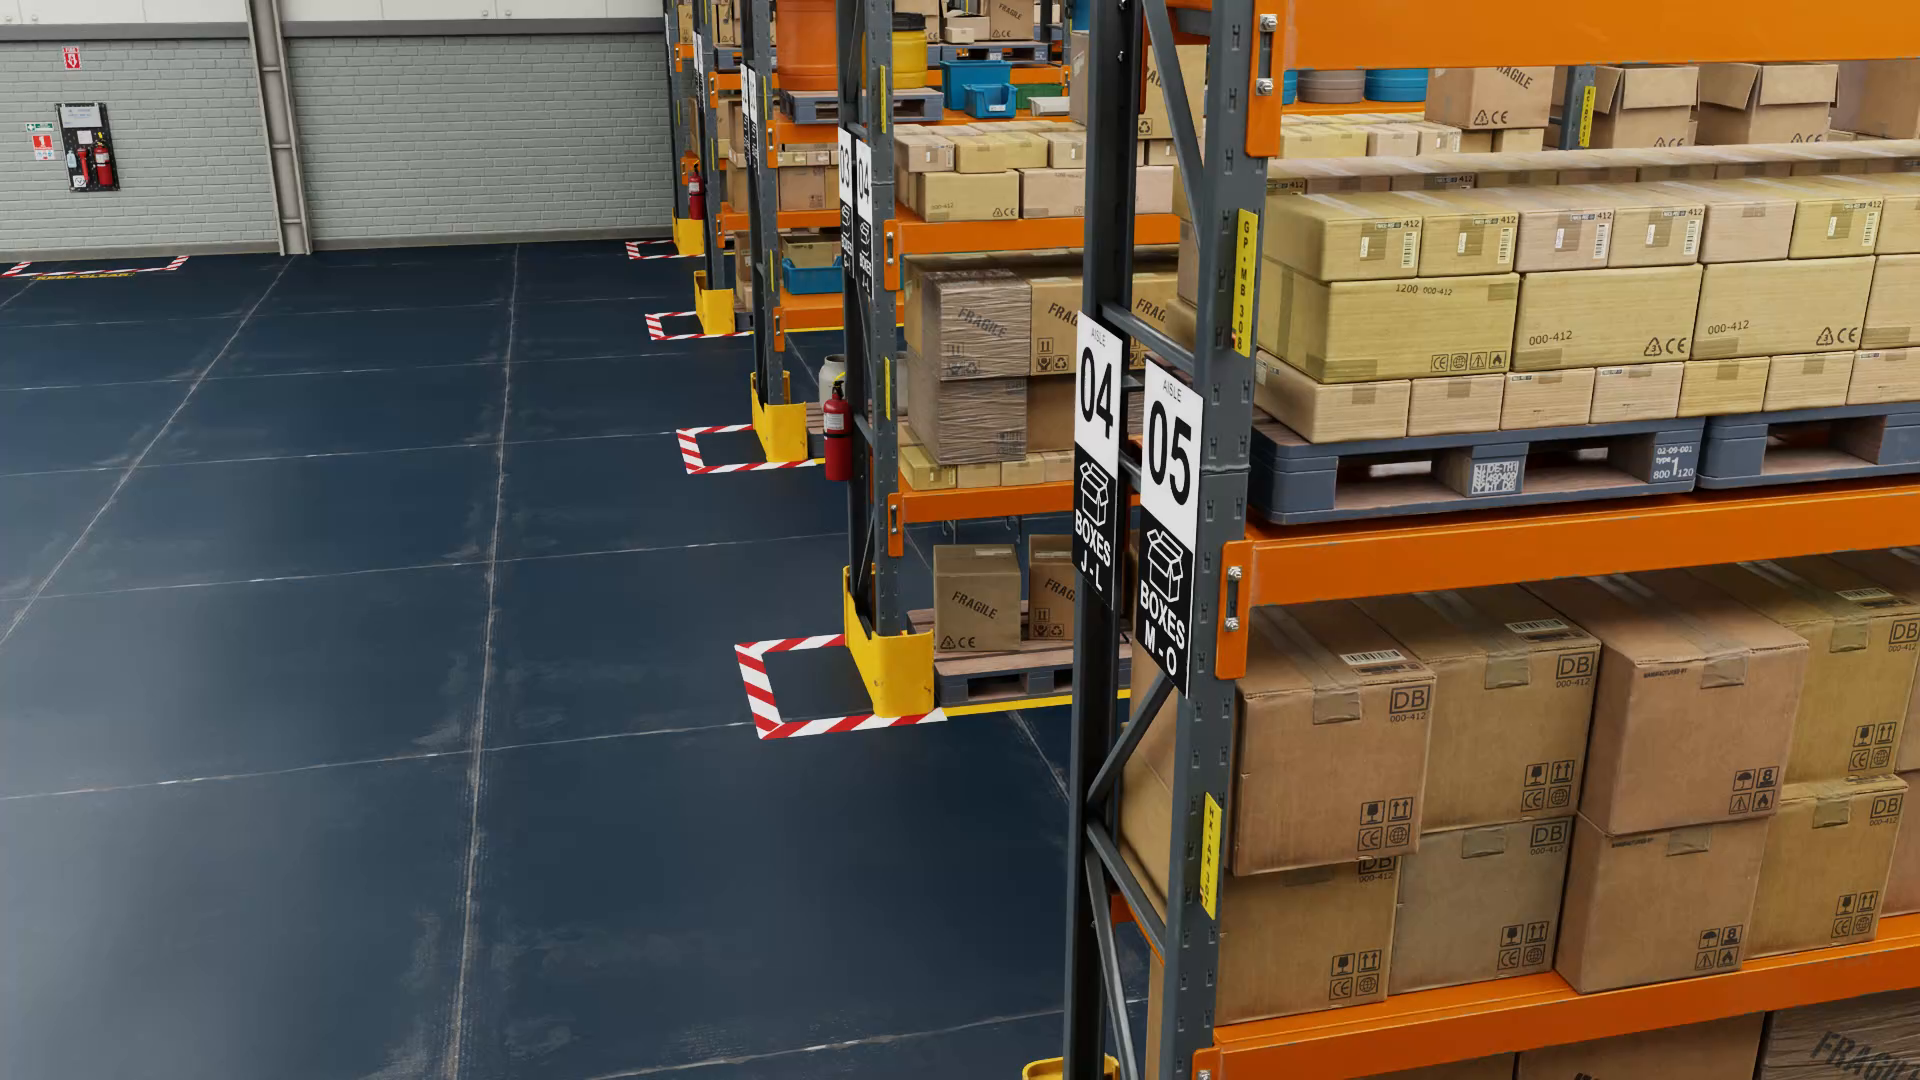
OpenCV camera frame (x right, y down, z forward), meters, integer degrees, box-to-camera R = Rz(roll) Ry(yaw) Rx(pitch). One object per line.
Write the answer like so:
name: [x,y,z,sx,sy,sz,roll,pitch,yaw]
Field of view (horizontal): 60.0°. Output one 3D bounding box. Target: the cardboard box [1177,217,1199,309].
cardboard box: [0.942,-0.773,4.732,0.500,0.250,0.500,-4,21,-12]

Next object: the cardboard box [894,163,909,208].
cardboard box: [-0.103,-2.048,9.402,0.500,0.250,0.500,-4,21,-11]

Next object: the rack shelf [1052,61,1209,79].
rack shelf: [3.050,-5.449,19.513,4.000,0.370,1.077,-5,21,-12]

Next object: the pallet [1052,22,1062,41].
pallet: [1.594,-7.294,23.778,1.003,0.211,1.213,-5,21,-12]

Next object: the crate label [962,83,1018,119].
crate label: [0.245,-3.621,13.694,0.408,0.251,0.502,-5,21,-12]

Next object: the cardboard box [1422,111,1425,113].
cardboard box: [2.992,-2.506,10.073,0.250,0.149,0.380,-5,21,-14]

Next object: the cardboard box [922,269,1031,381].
cardboard box: [0.085,-1.195,9.185,0.500,0.500,0.500,-5,21,-12]

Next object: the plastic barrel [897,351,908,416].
plastic barrel: [-0.542,-1.391,14.758,0.421,0.512,0.421,0,20,0]

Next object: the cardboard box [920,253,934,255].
cardboard box: [-0.272,-3.292,19.236,0.500,0.500,0.500,-5,21,-12]

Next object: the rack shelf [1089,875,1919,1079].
rack shelf: [2.476,1.261,5.558,4.000,0.370,1.077,-5,21,-12]

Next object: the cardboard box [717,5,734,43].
cardboard box: [-3.019,-6.999,22.525,0.500,0.500,0.500,-3,20,-9]

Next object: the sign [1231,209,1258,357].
sign: [0.652,-0.589,3.813,0.005,0.325,0.100,-5,21,-12]

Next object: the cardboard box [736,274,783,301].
cardboard box: [-2.335,-2.951,19.396,0.500,0.250,0.500,-5,21,-12]

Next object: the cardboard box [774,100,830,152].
cardboard box: [-1.770,-4.640,18.588,0.500,0.500,0.700,-5,21,-14]

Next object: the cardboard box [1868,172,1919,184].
cardboard box: [2.662,-0.888,4.468,0.250,0.149,0.380,-4,21,-12]

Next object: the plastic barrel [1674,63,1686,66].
plastic barrel: [6.685,-4.729,15.268,0.708,0.830,0.600,-5,21,-12]

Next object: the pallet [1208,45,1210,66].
pallet: [3.269,-5.683,19.381,1.213,0.211,1.003,-4,20,-10]

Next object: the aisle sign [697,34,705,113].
aisle sign: [-2.783,-5.016,17.868,0.004,0.787,0.394,-5,21,-12]

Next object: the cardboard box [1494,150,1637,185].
cardboard box: [1.767,-1.048,4.903,0.250,0.149,0.380,-5,21,-12]

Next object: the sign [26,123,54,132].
sign: [-12.259,-5.502,22.151,0.331,0.109,0.001,-5,21,-12]

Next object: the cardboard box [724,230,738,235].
cardboard box: [-3.239,-4.530,23.589,0.500,0.311,0.500,-7,21,-19]

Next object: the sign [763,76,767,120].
sign: [-1.531,-3.473,13.061,0.005,0.325,0.100,-5,21,-12]

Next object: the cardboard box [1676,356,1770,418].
cardboard box: [1.920,-0.453,4.439,0.250,0.149,0.380,-5,21,-12]

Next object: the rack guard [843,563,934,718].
rack guard: [-0.439,0.581,10.002,0.348,0.500,1.175,-5,21,-12]

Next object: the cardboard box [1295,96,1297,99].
cardboard box: [4.896,-6.381,24.767,0.500,0.500,0.500,-4,20,-11]

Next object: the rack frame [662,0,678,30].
rack frame: [-3.933,-8.378,22.103,0.127,3.000,1.000,-5,21,-12]

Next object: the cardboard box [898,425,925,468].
cardboard box: [-0.283,-0.561,9.849,0.250,0.149,0.380,-5,21,-12]

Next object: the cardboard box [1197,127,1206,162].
cardboard box: [1.314,-2.183,9.192,0.250,0.149,0.380,-5,21,-13]

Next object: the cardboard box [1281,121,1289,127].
cardboard box: [1.732,-2.390,9.757,0.250,0.149,0.380,-5,21,-14]

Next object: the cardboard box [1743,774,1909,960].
cardboard box: [2.491,0.857,5.395,0.500,0.550,0.875,-5,21,-12]

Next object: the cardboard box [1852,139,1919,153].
cardboard box: [2.998,-1.148,5.177,0.250,0.149,0.380,-4,21,-12]

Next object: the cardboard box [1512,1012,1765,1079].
cardboard box: [2.030,1.736,5.694,0.875,0.875,0.875,-5,21,-13]

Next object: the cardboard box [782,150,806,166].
cardboard box: [-1.858,-4.255,18.480,0.250,0.149,0.380,-5,21,-12]

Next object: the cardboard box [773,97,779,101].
cardboard box: [-2.411,-5.864,23.060,0.500,0.500,0.500,-5,21,-14]

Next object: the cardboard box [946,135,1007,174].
cardboard box: [0.082,-2.045,8.813,0.250,0.149,0.380,-4,21,-11]

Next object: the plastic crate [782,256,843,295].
plastic crate: [-1.235,-2.315,14.489,0.616,0.251,0.499,-5,21,-12]

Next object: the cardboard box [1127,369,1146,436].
cardboard box: [0.984,-0.913,9.868,0.500,0.500,0.875,-5,21,-12]

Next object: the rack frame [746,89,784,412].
rack frame: [-1.653,-2.245,14.082,0.127,3.000,1.000,-5,21,-12]

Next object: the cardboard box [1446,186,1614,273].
cardboard box: [1.421,-0.788,4.193,0.250,0.149,0.380,-5,21,-13]

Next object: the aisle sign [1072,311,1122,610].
aisle sign: [0.392,-0.234,4.813,0.004,0.787,0.394,-5,21,-12]

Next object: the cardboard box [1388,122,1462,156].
cardboard box: [2.624,-2.267,9.420,0.250,0.149,0.380,-6,21,-15]

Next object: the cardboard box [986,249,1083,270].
cardboard box: [0.450,-1.411,9.774,0.500,0.500,0.500,-5,21,-12]

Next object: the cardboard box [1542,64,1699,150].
cardboard box: [3.860,-2.562,9.825,0.637,0.503,0.797,-6,21,-15]

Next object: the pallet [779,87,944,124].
pallet: [-0.825,-3.597,13.688,1.213,0.211,1.003,-5,21,-12]

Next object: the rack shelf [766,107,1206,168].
rack shelf: [0.293,-3.474,14.122,4.000,0.370,1.077,-5,21,-12]

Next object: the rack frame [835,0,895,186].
rack frame: [-0.513,-3.404,8.524,0.127,3.000,1.000,-5,21,-12]

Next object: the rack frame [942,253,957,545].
rack frame: [-0.076,-0.980,11.936,0.015,2.100,0.400,-5,21,-12]

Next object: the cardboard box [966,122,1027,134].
cardboard box: [0.206,-2.278,9.451,0.250,0.149,0.380,-6,21,-15]

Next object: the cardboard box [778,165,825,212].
cardboard box: [-1.822,-4.026,18.799,0.500,0.500,0.700,-4,21,-11]

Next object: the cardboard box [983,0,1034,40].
cardboard box: [0.553,-5.987,18.976,0.500,0.500,0.500,-3,20,-8]

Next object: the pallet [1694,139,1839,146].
pallet: [5.013,-2.320,10.200,1.003,0.211,1.213,-5,21,-12]

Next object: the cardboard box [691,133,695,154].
cardboard box: [-3.522,-5.602,23.435,0.500,0.250,0.500,-4,21,-12]

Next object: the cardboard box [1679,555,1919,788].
cardboard box: [2.476,0.329,5.268,0.500,0.550,0.875,-5,21,-12]

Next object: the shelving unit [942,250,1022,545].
shelving unit: [0.161,-0.999,11.989,0.503,2.100,0.431,-5,21,-12]
